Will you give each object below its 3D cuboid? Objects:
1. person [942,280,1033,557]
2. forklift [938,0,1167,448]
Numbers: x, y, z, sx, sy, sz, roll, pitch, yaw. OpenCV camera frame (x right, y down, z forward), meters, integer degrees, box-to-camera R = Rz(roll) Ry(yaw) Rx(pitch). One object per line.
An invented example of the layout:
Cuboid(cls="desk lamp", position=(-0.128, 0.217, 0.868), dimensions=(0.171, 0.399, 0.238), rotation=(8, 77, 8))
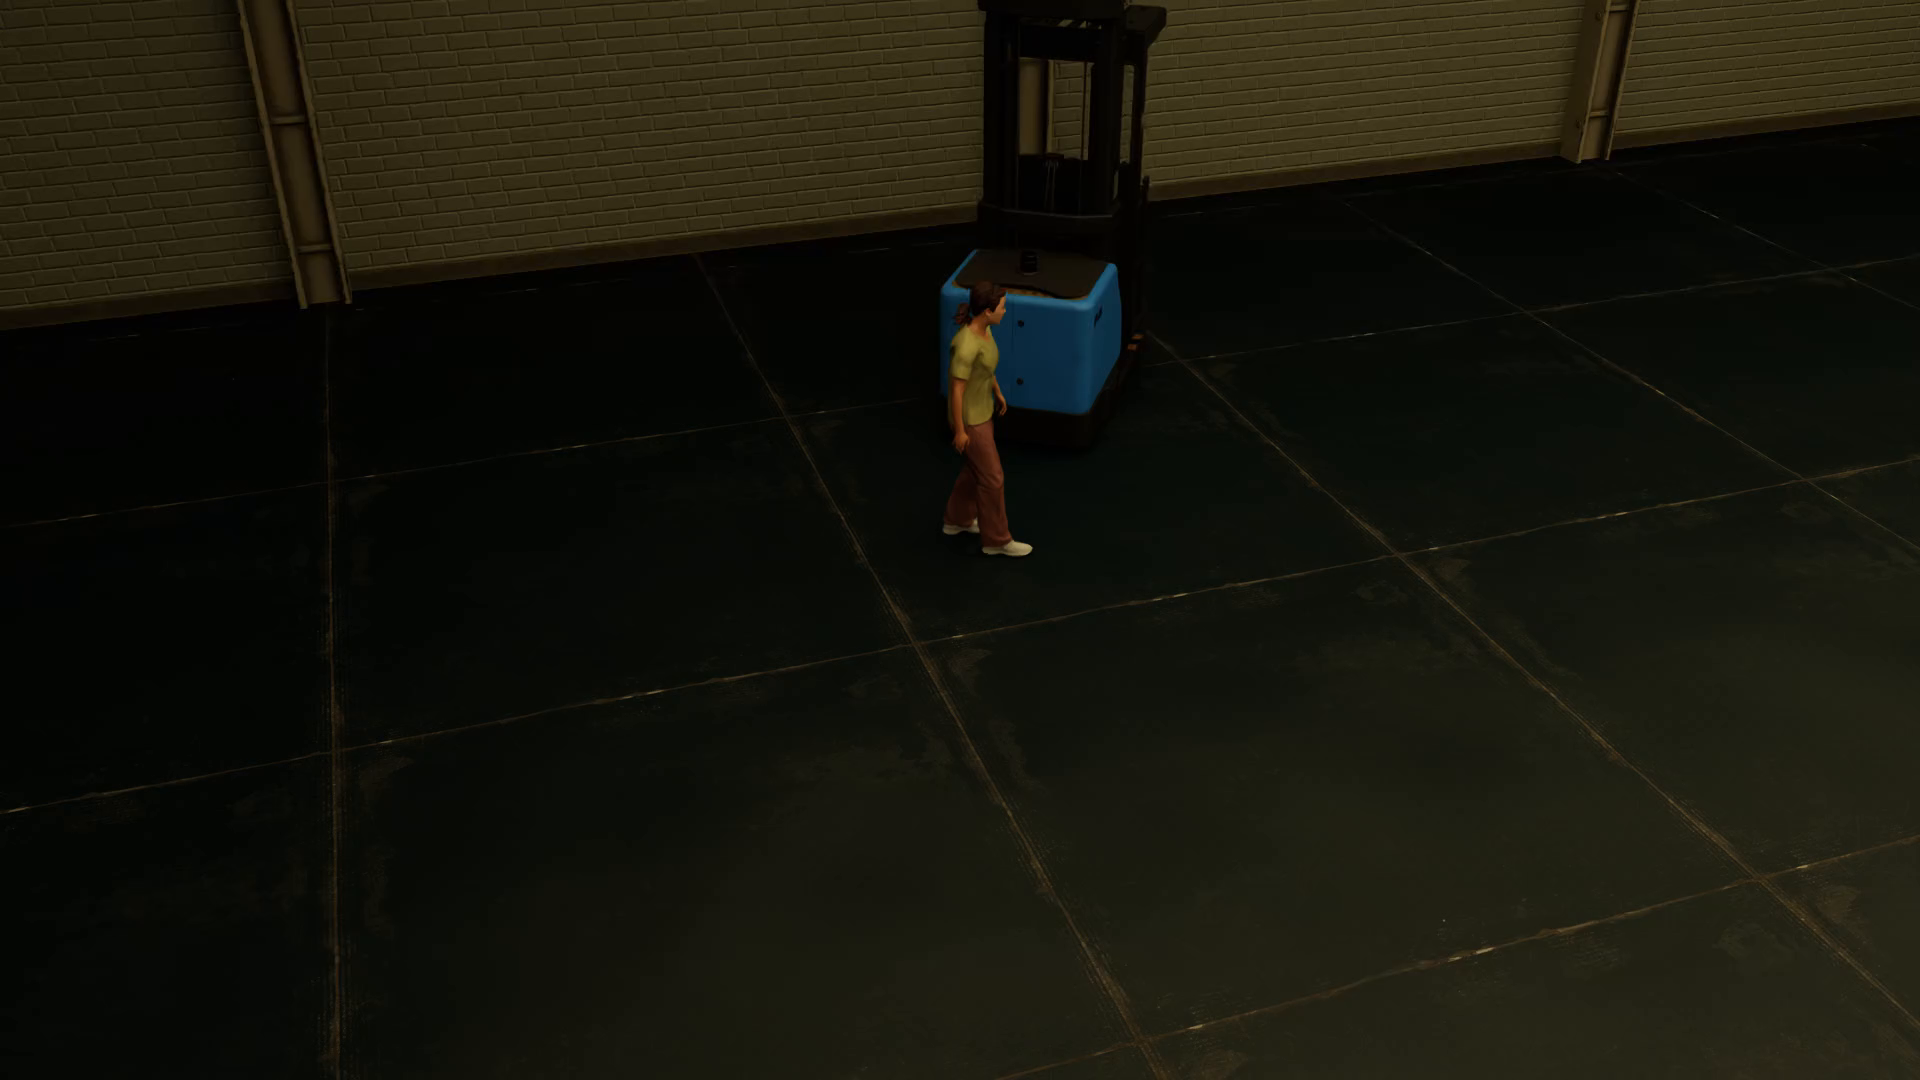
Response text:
Cuboid(cls="person", position=(0.166, -0.709, 9.599), dimensions=(0.587, 1.656, 0.588), rotation=(6, 30, 10))
Cuboid(cls="forklift", position=(0.766, -2.598, 11.603), dimensions=(1.130, 2.935, 3.031), rotation=(8, 31, 14))
